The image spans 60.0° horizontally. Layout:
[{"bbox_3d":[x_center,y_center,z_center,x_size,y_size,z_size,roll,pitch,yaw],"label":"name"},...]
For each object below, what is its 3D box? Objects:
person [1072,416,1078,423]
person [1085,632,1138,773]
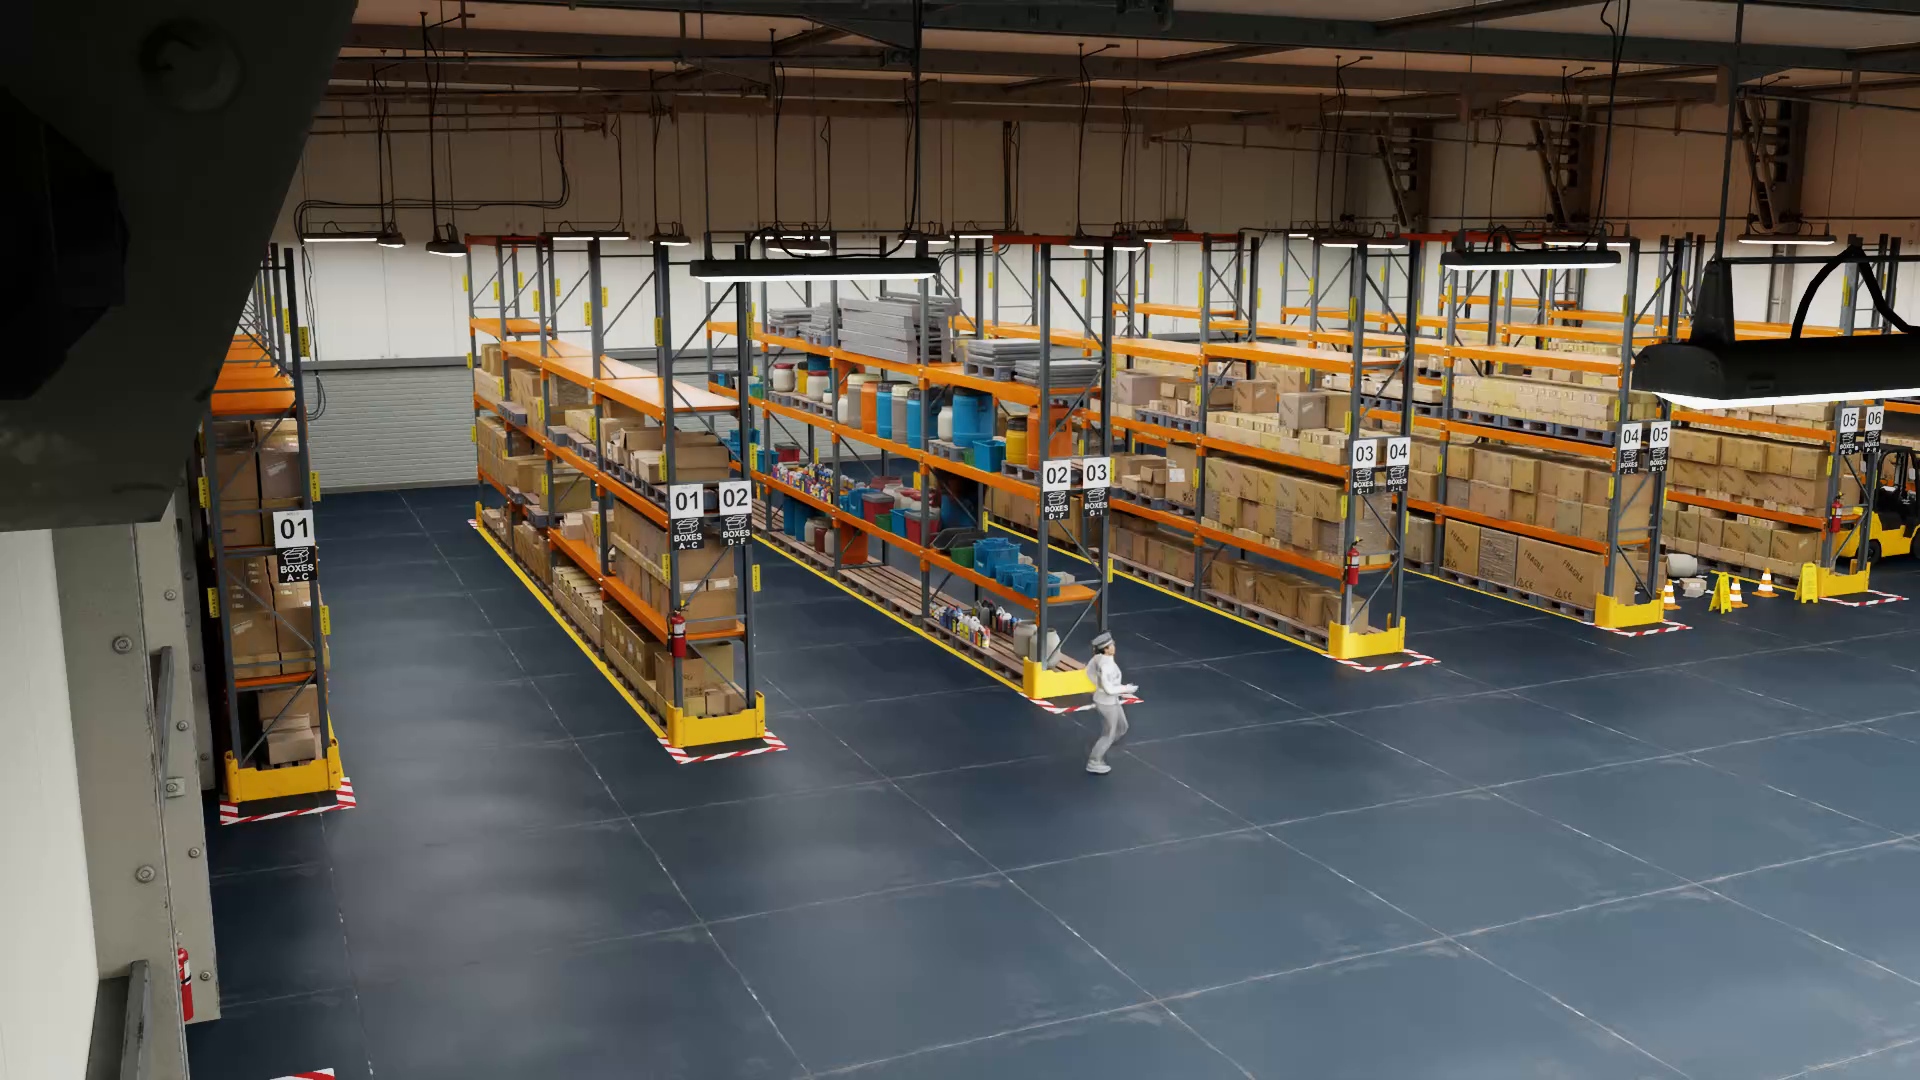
[{"bbox_3d":[2.672,-2.184,39.882,0.722,1.743,0.607,1,11,7],"label":"person"},{"bbox_3d":[1.743,1.863,19.103,0.577,1.666,0.599,0,11,-1],"label":"person"}]
